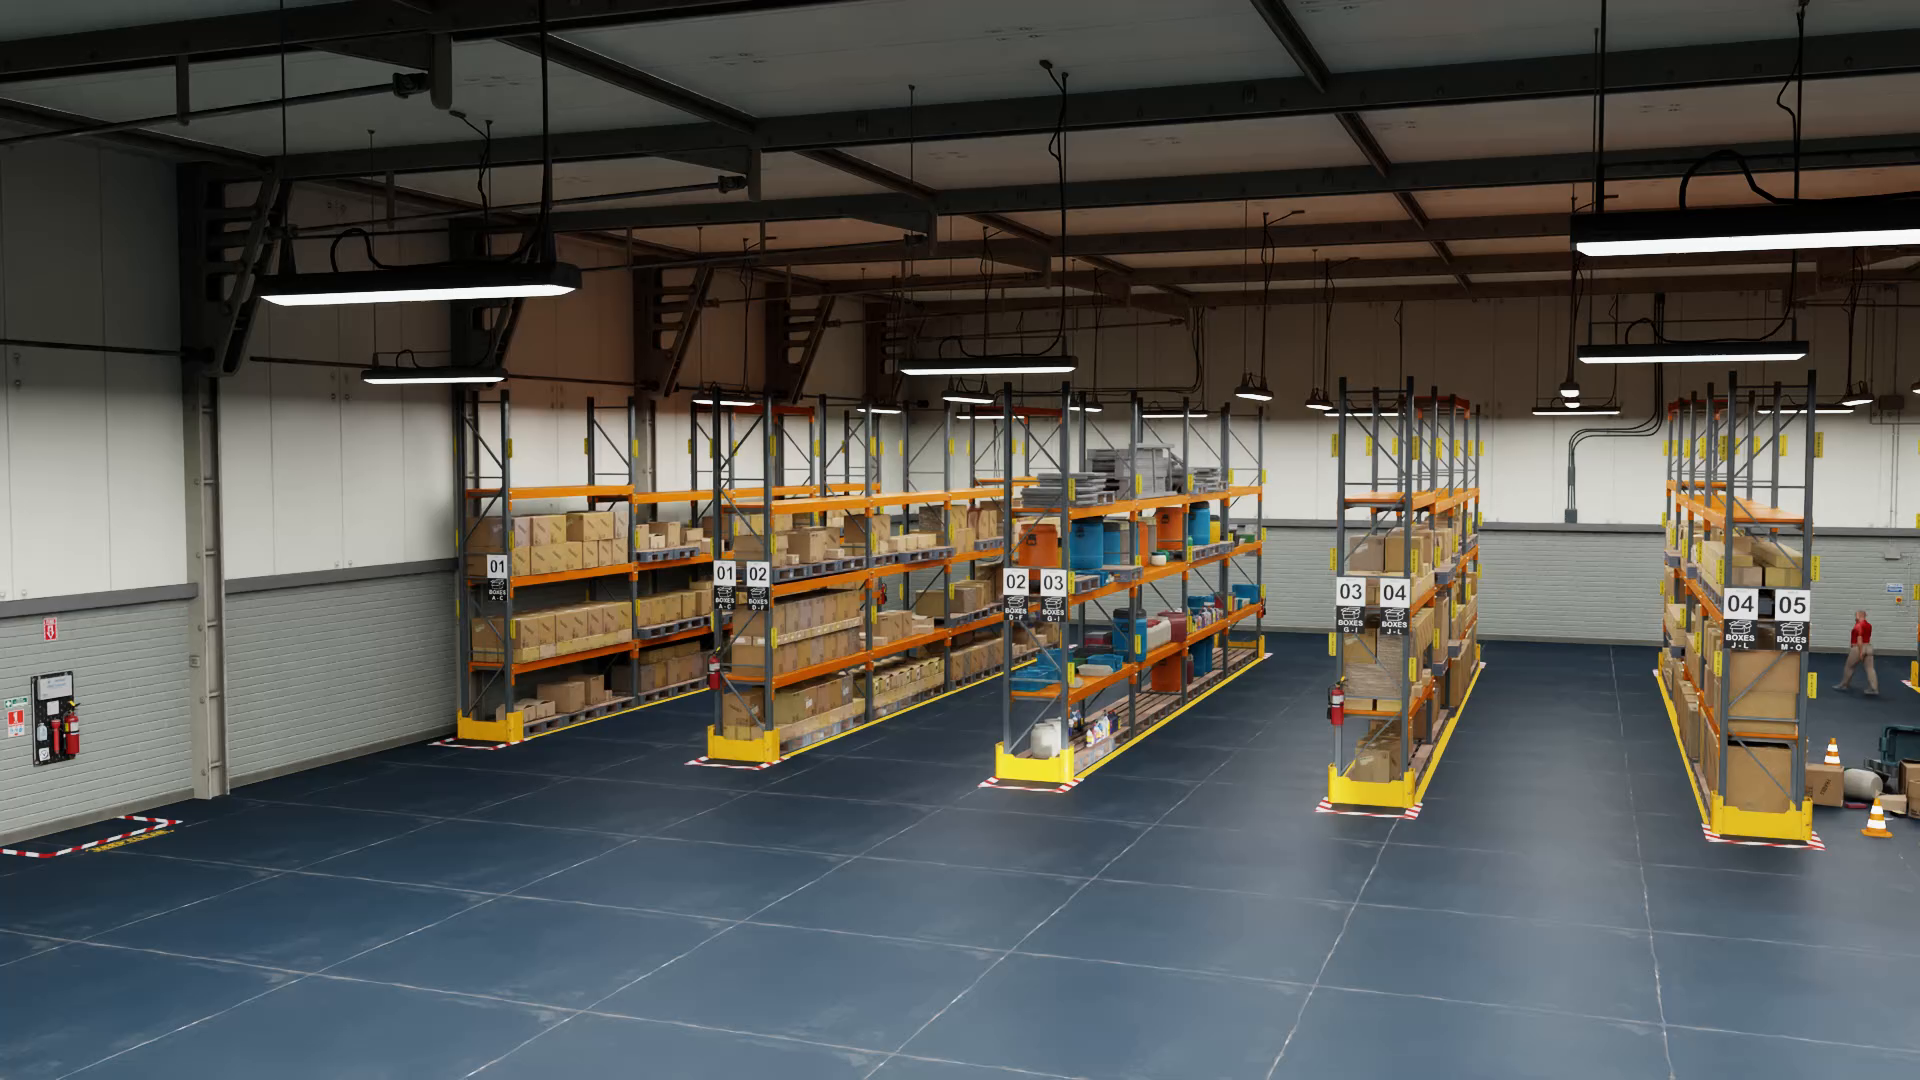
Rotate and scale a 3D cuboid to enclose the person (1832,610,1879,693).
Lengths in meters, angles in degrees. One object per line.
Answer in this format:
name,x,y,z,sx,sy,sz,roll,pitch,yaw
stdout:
person,18.398,2.266,34.002,0.494,1.670,0.974,-1,3,-12
